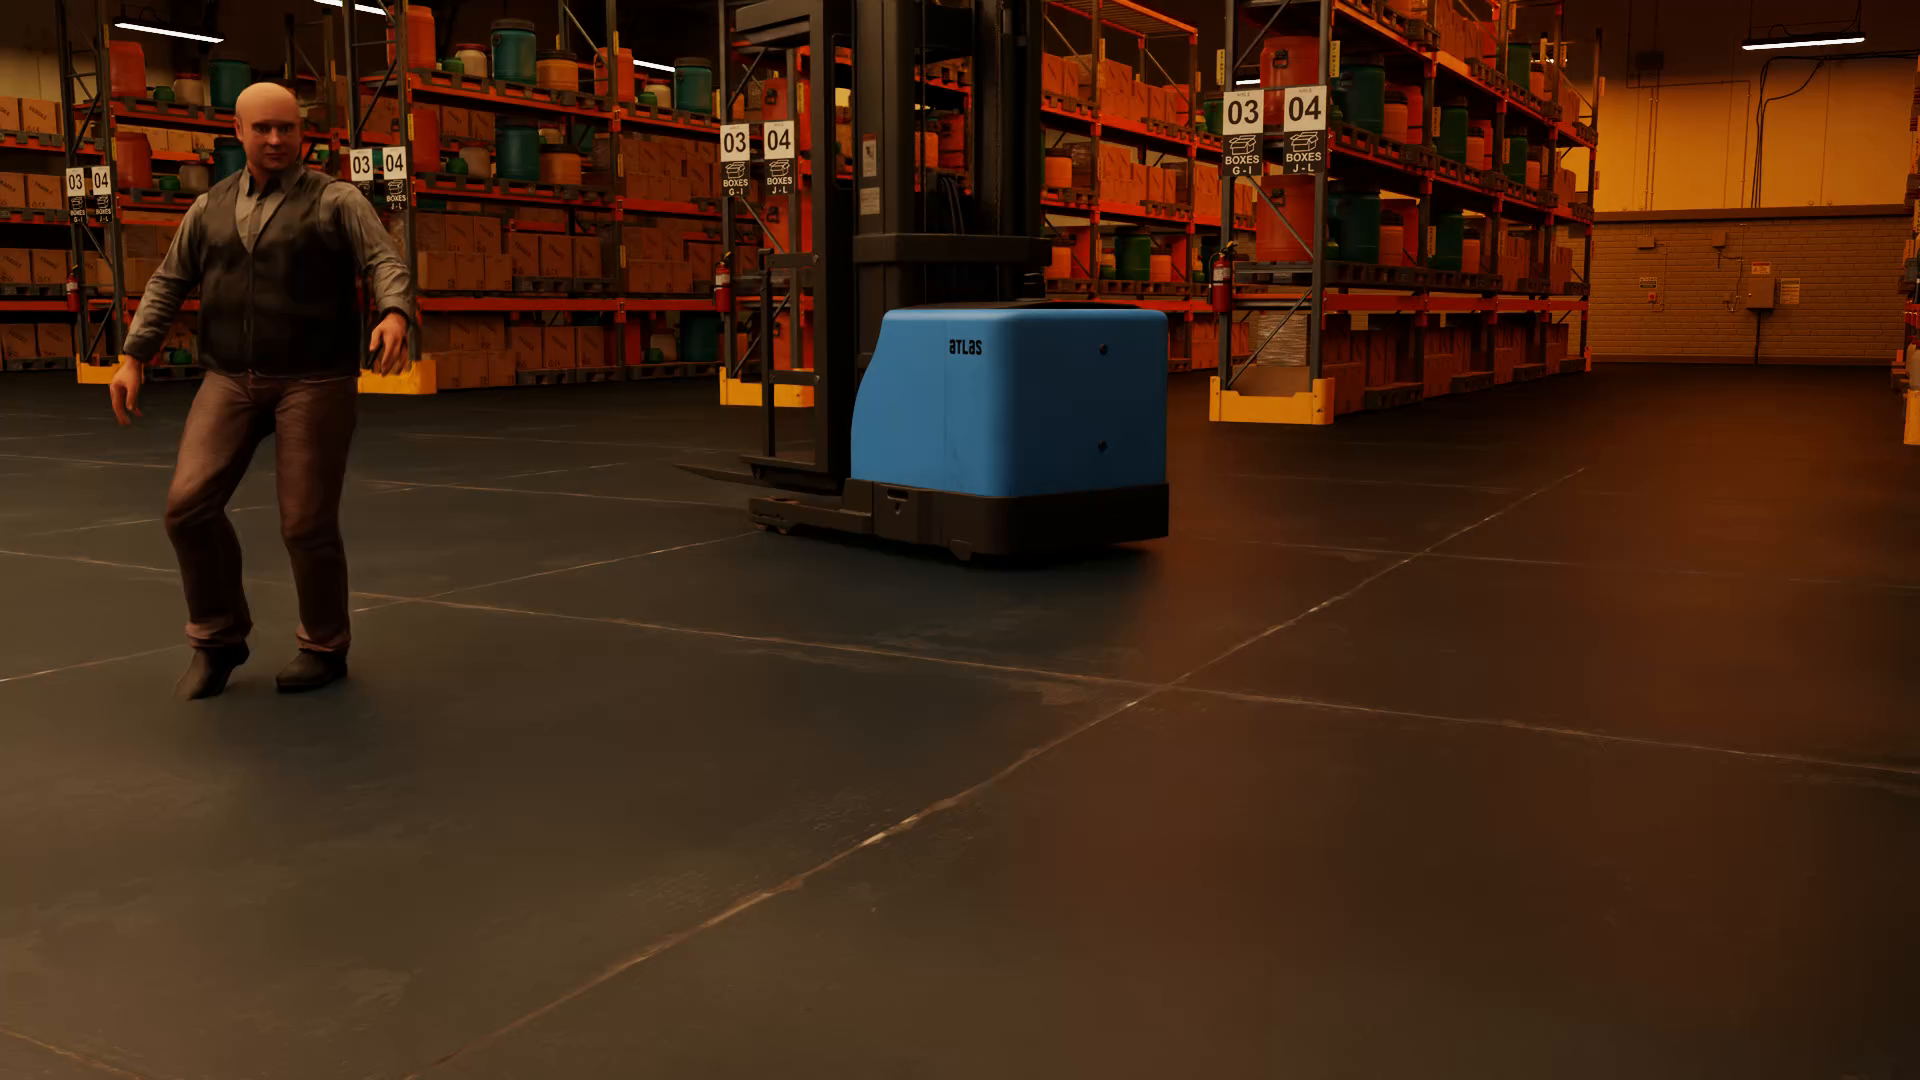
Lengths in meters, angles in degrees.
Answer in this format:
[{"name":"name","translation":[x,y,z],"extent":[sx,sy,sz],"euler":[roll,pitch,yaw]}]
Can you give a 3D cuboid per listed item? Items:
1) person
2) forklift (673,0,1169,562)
[{"name":"person","translation":[-1.929,-0.402,4.684],"extent":[0.889,1.739,0.493],"euler":[1,8,5]},{"name":"forklift","translation":[-0.382,-1.517,8.085],"extent":[1.130,2.935,3.031],"euler":[-6,10,-38]}]
